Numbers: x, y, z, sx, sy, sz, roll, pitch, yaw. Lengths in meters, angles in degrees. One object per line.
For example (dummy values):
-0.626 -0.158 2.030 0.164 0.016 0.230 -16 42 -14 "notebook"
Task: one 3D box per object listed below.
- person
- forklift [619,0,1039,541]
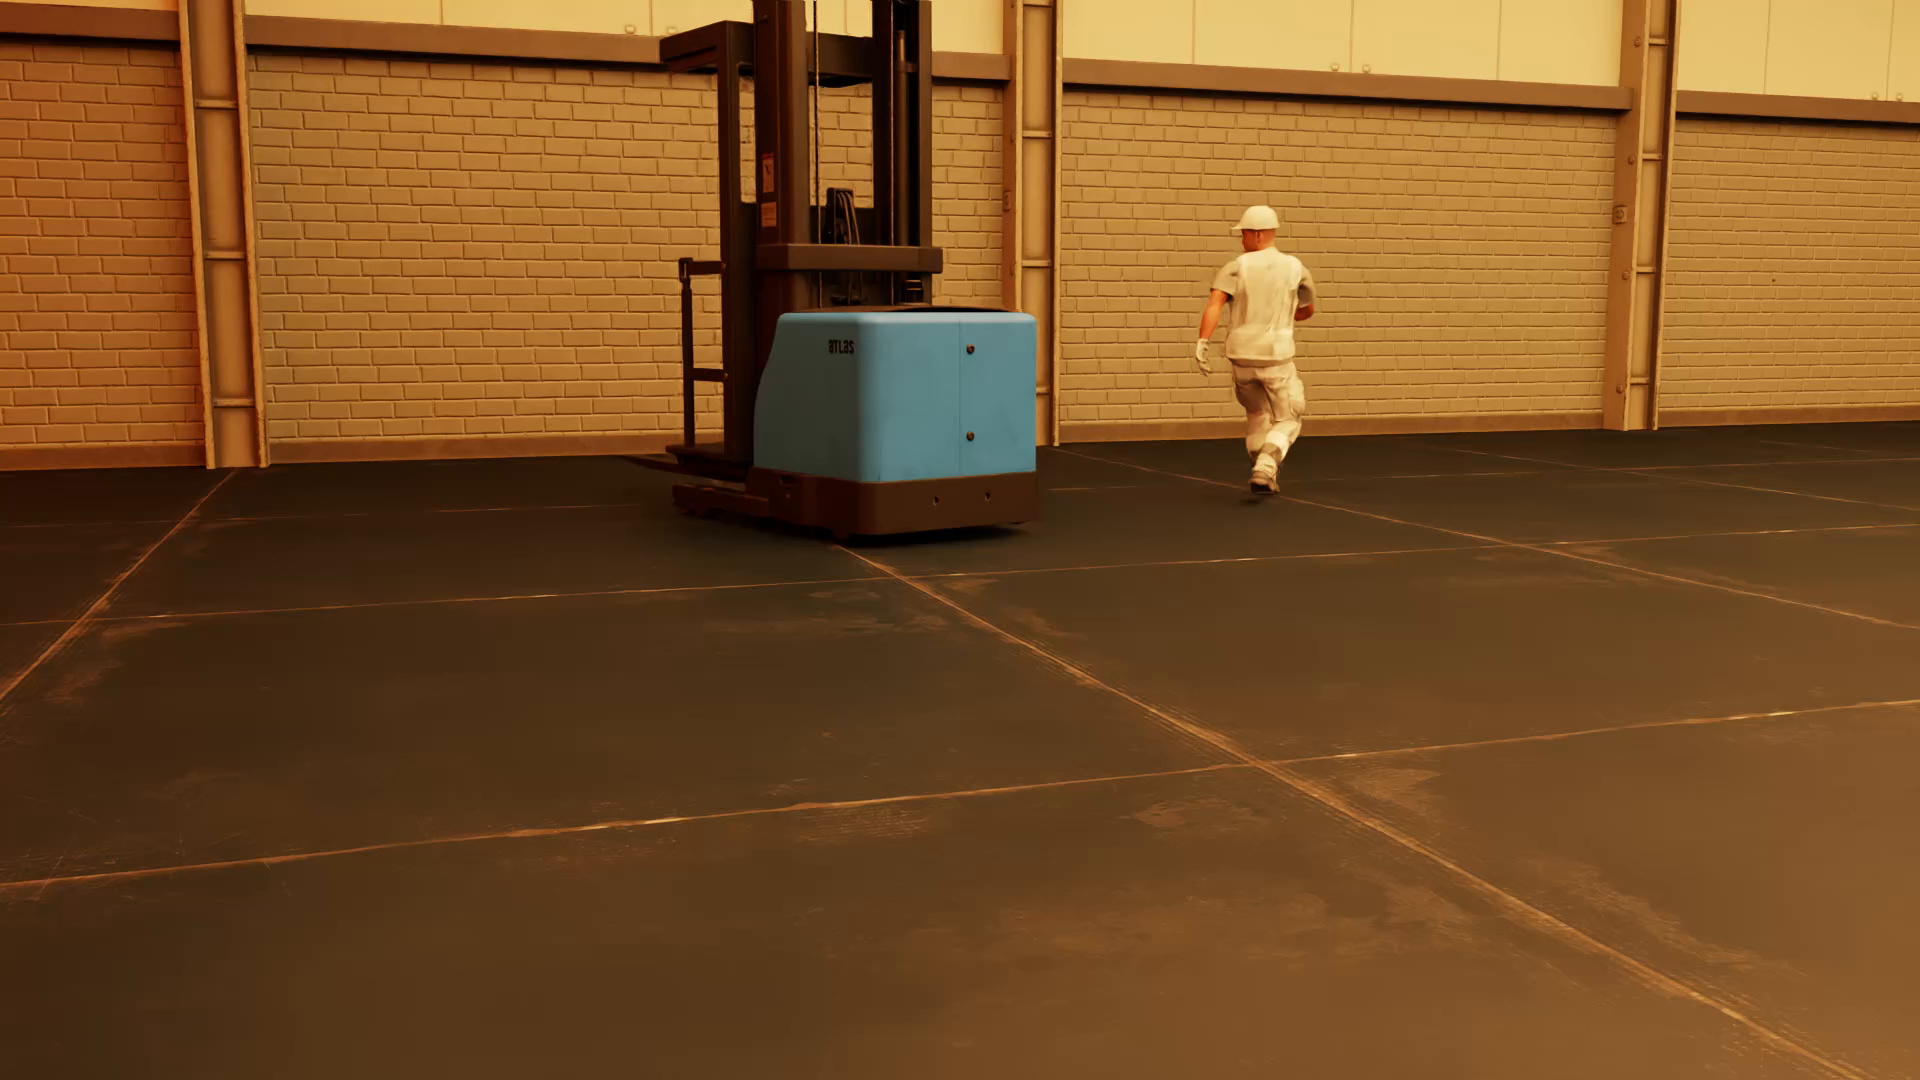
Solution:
1.742 -1.076 9.650 0.583 1.697 0.895 3 8 21 "person"
-0.890 -1.603 8.836 1.130 2.935 3.031 -6 10 -36 "forklift"
